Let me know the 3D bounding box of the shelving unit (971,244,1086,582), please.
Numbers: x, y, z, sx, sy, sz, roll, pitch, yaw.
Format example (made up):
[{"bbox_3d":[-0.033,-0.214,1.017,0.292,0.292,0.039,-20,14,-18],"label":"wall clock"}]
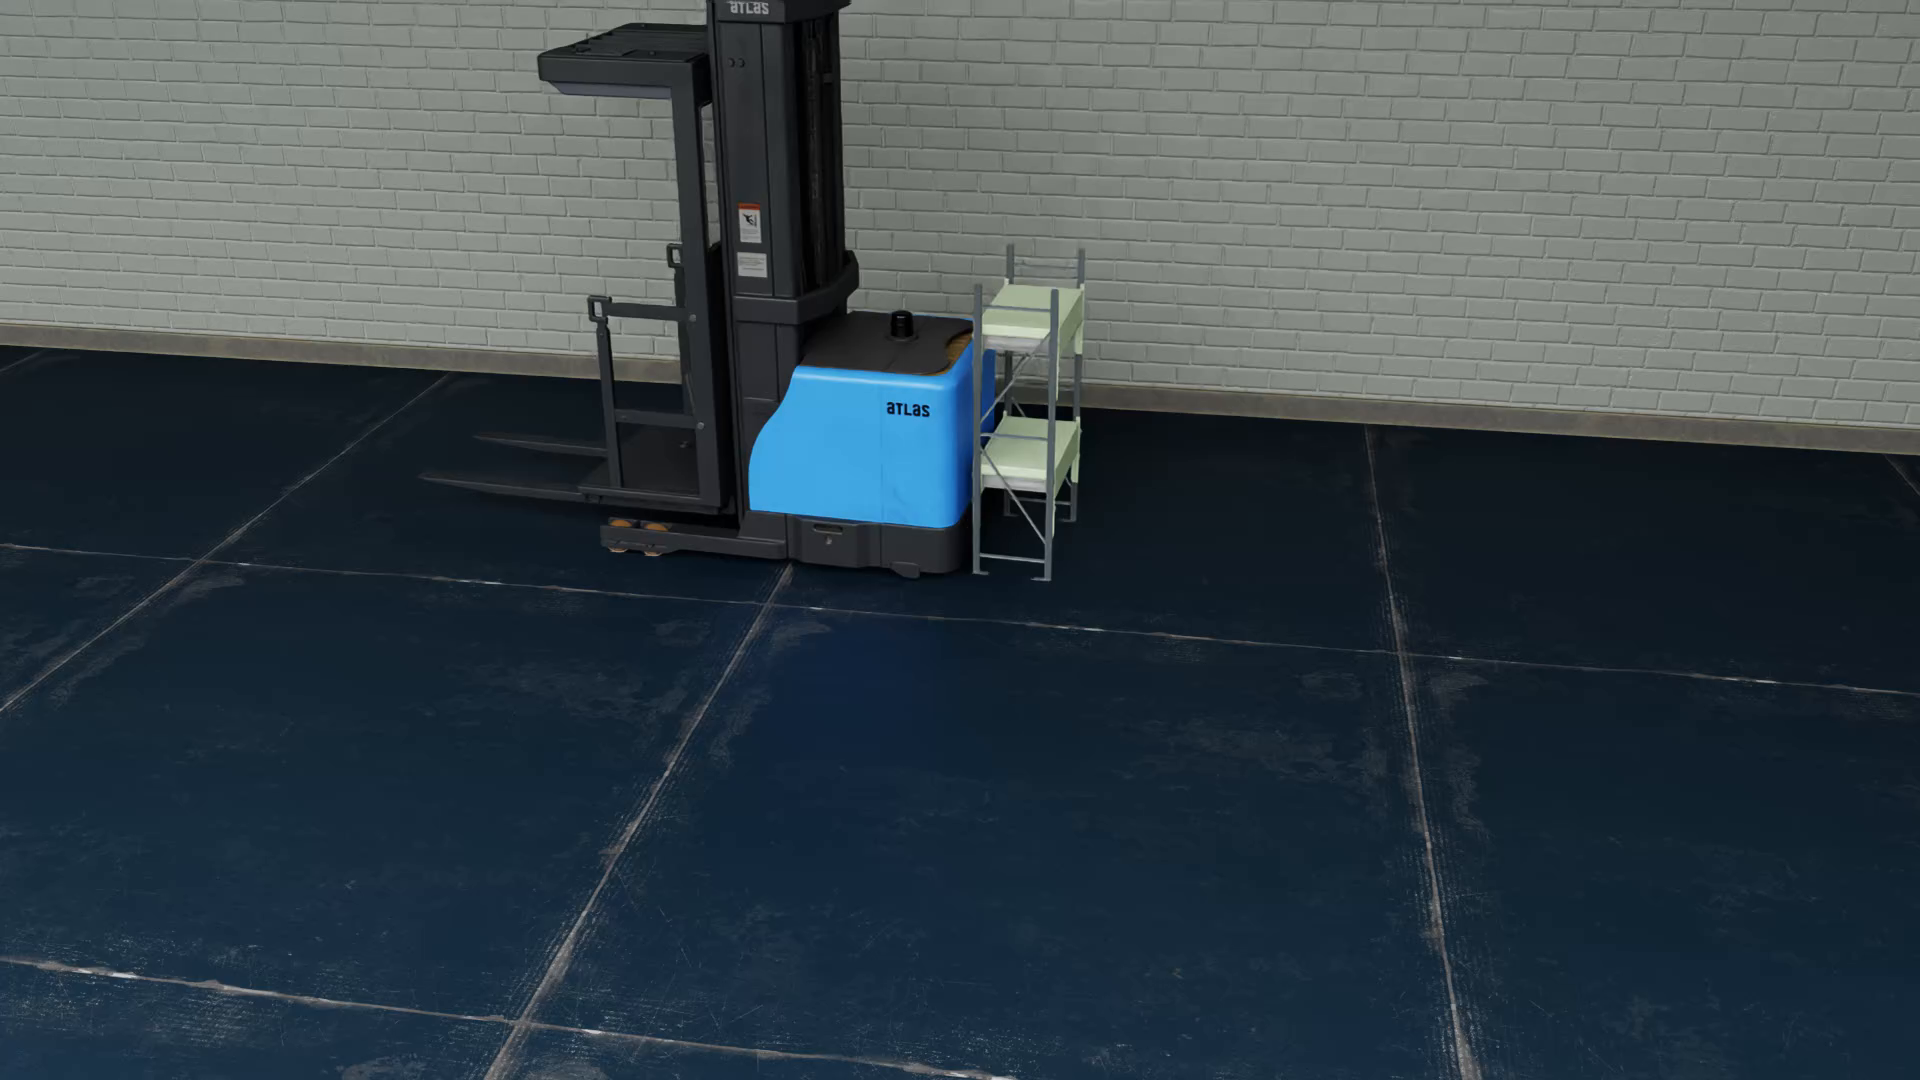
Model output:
[{"bbox_3d":[0.346,-0.645,8.359,0.431,1.500,0.755,6,26,12],"label":"shelving unit"}]

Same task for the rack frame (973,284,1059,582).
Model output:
[{"bbox_3d":[0.261,-0.494,8.037,0.400,1.500,0.023,6,26,12],"label":"rack frame"}]

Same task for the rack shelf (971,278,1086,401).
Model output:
[{"bbox_3d":[0.346,-0.999,8.194,0.431,0.370,0.720,6,26,12],"label":"rack shelf"}]

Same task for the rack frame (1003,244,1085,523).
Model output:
[{"bbox_3d":[0.432,-0.796,8.682,0.400,1.500,0.023,6,26,12],"label":"rack frame"}]

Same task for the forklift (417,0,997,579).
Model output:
[{"bbox_3d":[-1.374,-1.453,8.396,3.031,2.935,1.130,6,26,12],"label":"forklift"}]

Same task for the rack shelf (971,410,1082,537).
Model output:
[{"bbox_3d":[0.346,-0.350,8.497,0.431,0.370,0.720,6,26,12],"label":"rack shelf"}]
